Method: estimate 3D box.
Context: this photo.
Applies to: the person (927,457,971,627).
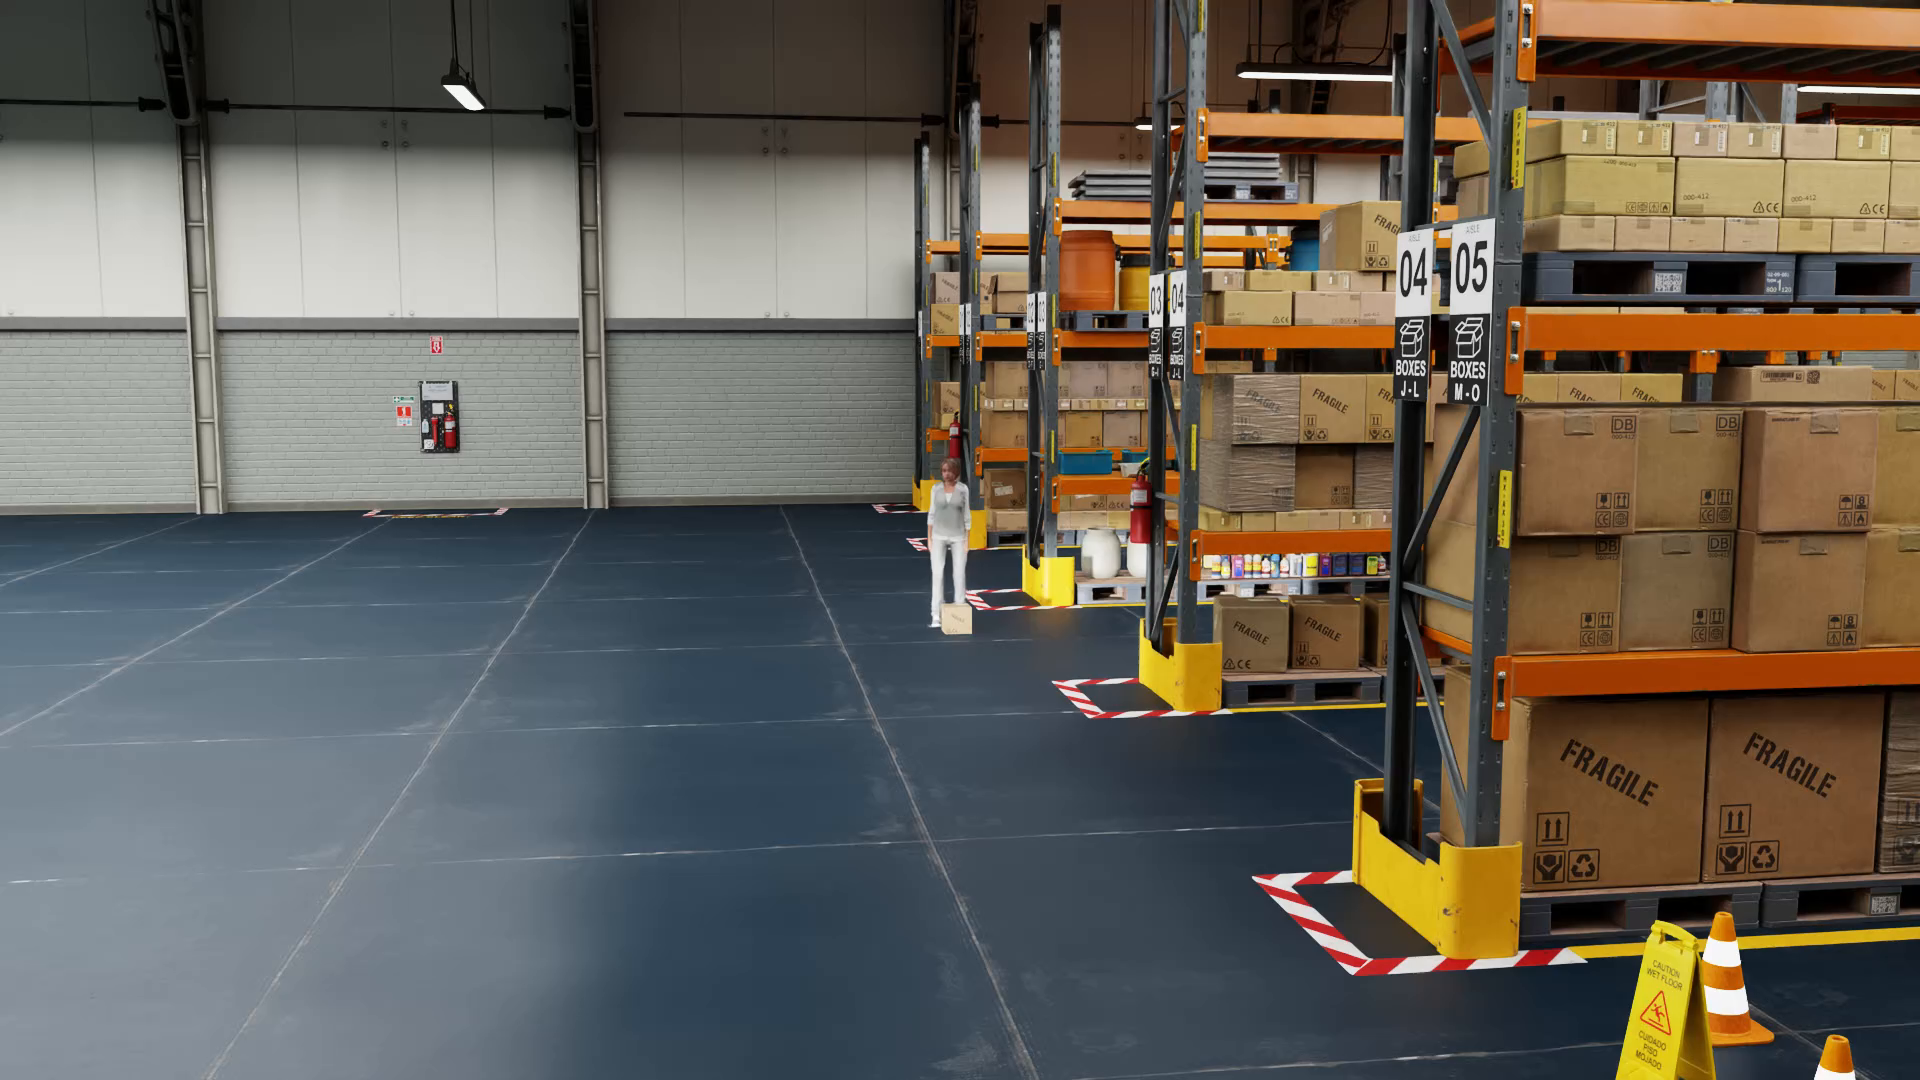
[{"bbox_3d":[-0.104,0.013,15.857,0.422,1.595,0.555,0,7,2],"label":"person"}]
